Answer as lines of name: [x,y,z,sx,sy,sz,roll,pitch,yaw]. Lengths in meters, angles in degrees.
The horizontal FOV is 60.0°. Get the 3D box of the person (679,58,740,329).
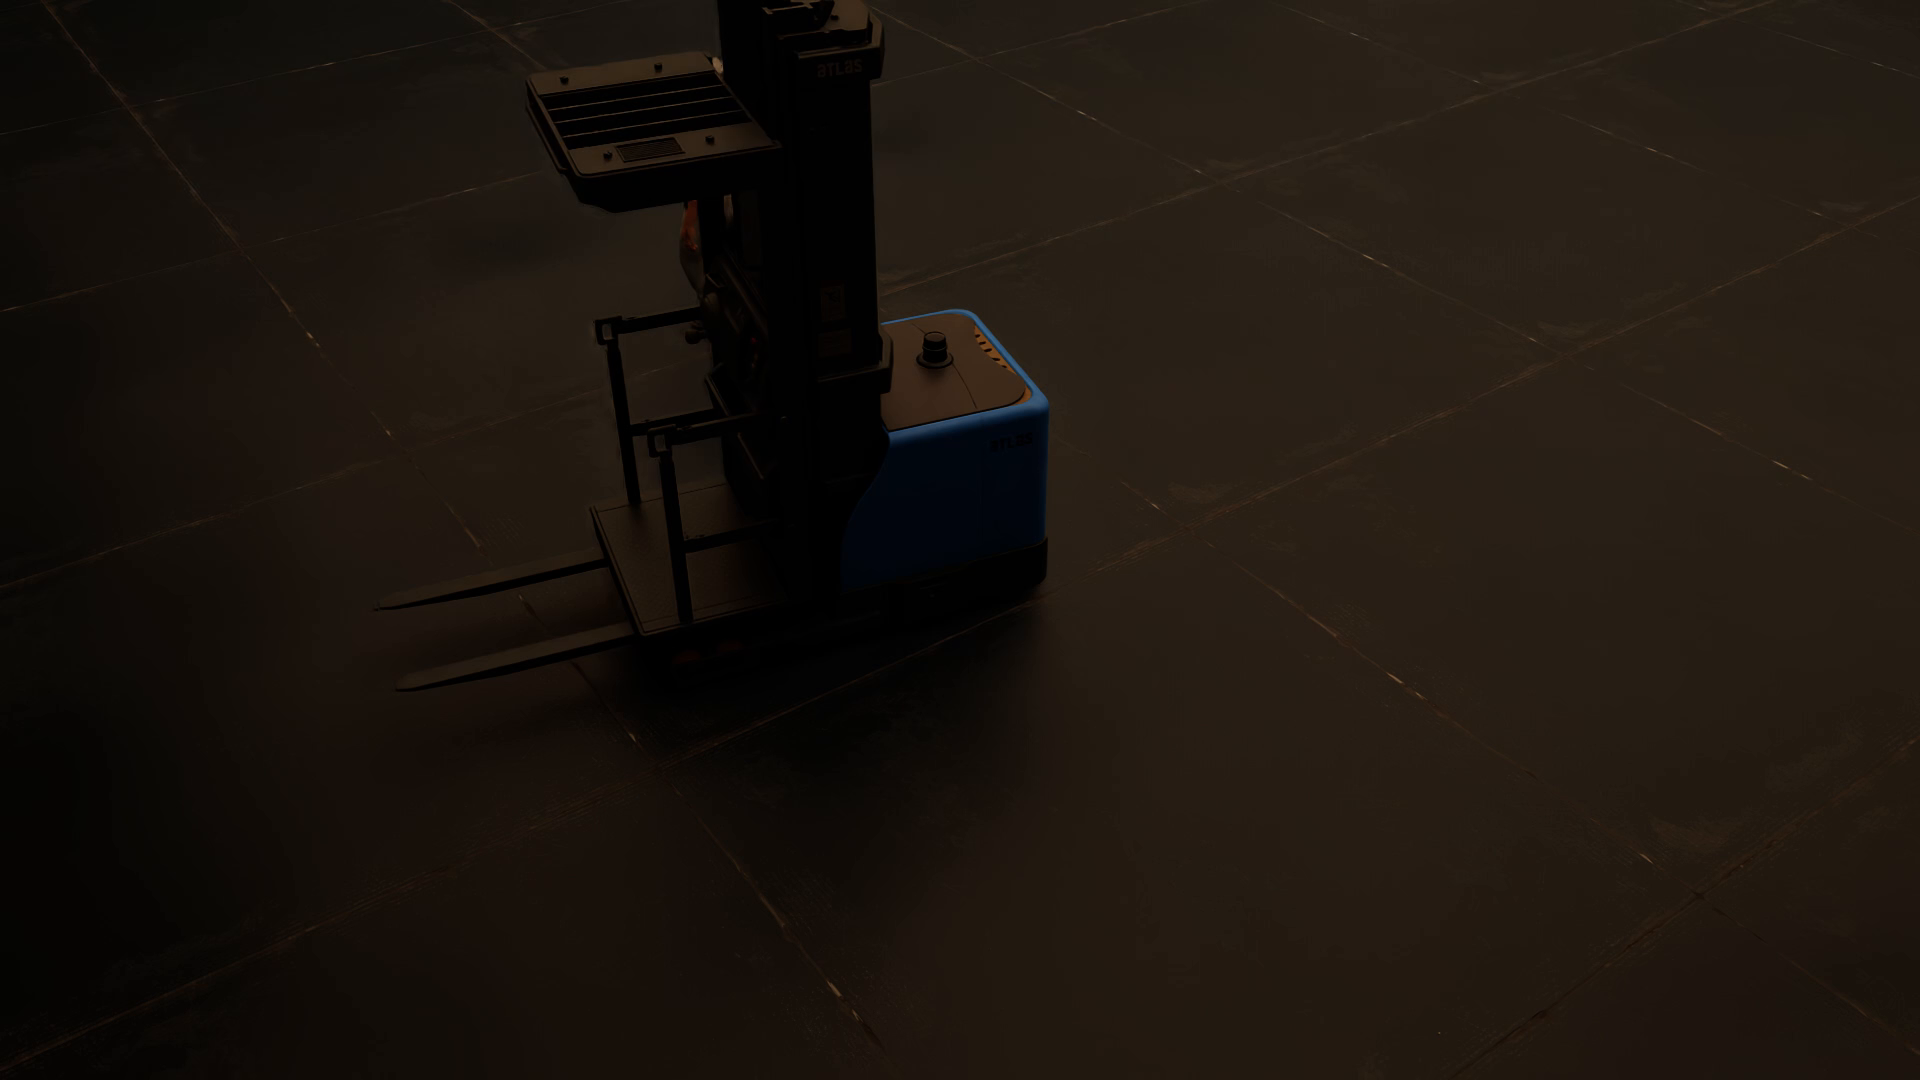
person: [-1.441,-1.957,9.637,0.584,1.700,0.728,27,44,32]

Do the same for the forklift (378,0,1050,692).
forklift: [-1.150,-0.873,7.126,3.031,2.935,1.130,-14,39,-18]
